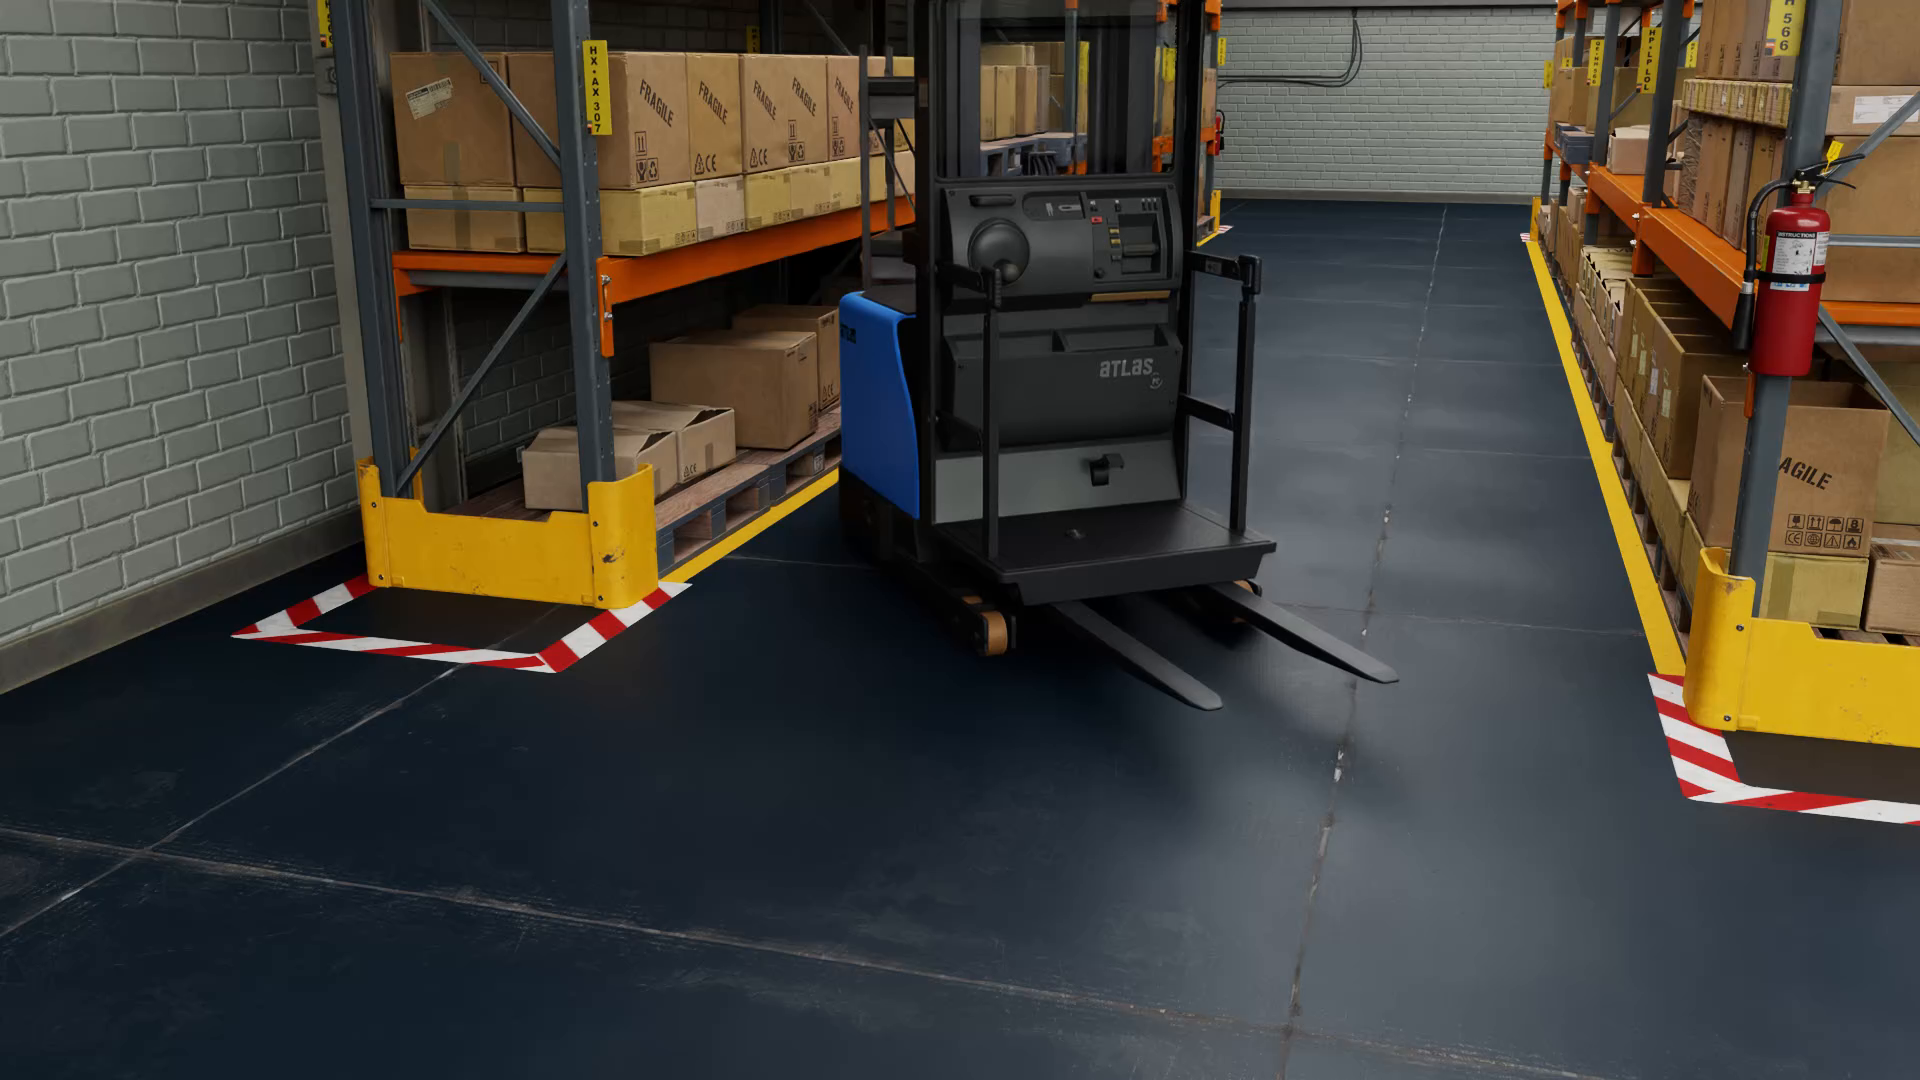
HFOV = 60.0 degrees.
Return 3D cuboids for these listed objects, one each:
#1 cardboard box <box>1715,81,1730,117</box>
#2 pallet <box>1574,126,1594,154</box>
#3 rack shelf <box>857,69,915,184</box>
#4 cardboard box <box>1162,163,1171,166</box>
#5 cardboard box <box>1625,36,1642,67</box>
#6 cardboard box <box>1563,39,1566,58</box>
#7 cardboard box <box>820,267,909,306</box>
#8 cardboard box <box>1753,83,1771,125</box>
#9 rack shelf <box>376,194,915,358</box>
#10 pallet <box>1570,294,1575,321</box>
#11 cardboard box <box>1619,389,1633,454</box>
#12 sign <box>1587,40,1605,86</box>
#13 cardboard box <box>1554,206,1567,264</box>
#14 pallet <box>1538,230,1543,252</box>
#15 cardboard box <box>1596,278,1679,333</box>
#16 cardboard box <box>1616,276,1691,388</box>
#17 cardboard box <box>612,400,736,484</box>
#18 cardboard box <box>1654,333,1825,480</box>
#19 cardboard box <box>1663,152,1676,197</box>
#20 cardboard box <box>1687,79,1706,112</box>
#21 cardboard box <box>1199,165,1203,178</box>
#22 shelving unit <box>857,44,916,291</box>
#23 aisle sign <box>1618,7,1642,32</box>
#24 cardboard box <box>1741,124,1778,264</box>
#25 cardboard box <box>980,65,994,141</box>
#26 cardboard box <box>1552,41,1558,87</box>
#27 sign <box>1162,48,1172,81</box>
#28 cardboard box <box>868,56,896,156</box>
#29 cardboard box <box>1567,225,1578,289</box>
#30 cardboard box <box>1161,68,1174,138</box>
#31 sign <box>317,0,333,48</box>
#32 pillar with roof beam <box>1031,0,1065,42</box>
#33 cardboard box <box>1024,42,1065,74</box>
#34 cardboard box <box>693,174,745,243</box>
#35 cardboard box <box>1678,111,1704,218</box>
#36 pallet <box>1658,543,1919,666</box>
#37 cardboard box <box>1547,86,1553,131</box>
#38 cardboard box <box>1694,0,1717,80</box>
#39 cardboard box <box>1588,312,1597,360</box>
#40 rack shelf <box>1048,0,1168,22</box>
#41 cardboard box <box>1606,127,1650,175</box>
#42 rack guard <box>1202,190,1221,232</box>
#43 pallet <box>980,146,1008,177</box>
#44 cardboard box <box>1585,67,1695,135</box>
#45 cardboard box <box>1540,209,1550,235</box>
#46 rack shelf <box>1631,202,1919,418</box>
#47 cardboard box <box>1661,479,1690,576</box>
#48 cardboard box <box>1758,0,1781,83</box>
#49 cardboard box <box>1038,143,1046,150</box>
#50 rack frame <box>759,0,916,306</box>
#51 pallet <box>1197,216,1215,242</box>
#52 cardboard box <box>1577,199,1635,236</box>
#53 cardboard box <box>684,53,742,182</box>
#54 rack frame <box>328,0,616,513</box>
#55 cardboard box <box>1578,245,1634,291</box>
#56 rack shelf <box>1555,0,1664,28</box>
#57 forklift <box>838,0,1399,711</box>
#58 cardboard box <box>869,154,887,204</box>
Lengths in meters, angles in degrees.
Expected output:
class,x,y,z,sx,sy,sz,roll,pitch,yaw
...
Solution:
class,x,y,z,sx,sy,sz,roll,pitch,yaw
cardboard box,3.442,-1.873,7.065,0.380,0.149,0.250,4,16,14
pallet,5.751,-3.369,14.062,1.003,0.211,1.213,5,16,16
rack shelf,-0.194,-1.858,7.517,0.431,0.518,0.480,3,16,11
cardboard box,2.467,-4.597,20.663,0.380,0.149,0.250,5,17,16
cardboard box,6.744,-4.629,16.138,0.500,0.500,0.500,5,17,17
cardboard box,6.522,-4.946,17.256,0.500,0.500,0.500,5,17,16
cardboard box,-0.491,-1.492,10.867,0.700,0.500,0.500,5,17,18
cardboard box,3.149,-1.604,6.116,0.380,0.149,0.250,5,17,18
rack shelf,-1.252,-1.420,8.156,1.077,0.370,4.000,5,16,16
pallet,5.452,-1.803,13.300,1.003,0.211,1.213,5,16,16
cardboard box,3.497,-0.557,8.065,0.500,0.250,0.500,5,16,16
sign,4.680,-3.511,12.234,0.100,0.325,0.005,5,16,16
cardboard box,5.969,-2.900,15.832,0.500,0.500,0.500,4,16,13
pallet,7.229,-3.475,19.195,1.003,0.211,1.213,5,16,16
cardboard box,4.193,-1.450,10.186,0.500,0.311,0.500,5,16,16
cardboard box,3.635,-1.049,8.425,0.500,0.500,0.500,5,16,16
cardboard box,-1.376,-0.484,7.659,0.500,0.311,0.500,6,17,20
cardboard box,3.067,-0.525,6.580,0.500,0.500,0.500,5,16,16
cardboard box,4.140,-2.085,9.431,0.396,0.266,0.258,4,16,15
cardboard box,3.733,-2.145,8.023,0.380,0.149,0.250,5,17,17
cardboard box,2.761,-4.501,20.325,0.380,0.149,0.250,4,16,15
shelving unit,-0.194,-1.198,7.704,0.431,2.100,0.503,3,16,11
aisle sign,7.790,-6.290,19.245,0.394,0.787,0.004,5,16,16
cardboard box,3.366,-1.296,6.218,0.700,0.500,0.500,5,17,16
cardboard box,-0.184,-3.000,11.418,0.700,0.500,0.500,7,17,24
cardboard box,7.098,-5.479,19.133,0.500,0.500,0.500,5,17,18
sign,2.113,-4.861,16.995,0.100,0.325,0.005,5,16,16
cardboard box,-0.658,-2.309,8.835,0.500,0.500,0.500,5,16,16
cardboard box,5.391,-2.360,13.926,0.500,0.500,0.500,4,16,14
cardboard box,1.759,-4.667,17.737,0.980,0.700,0.700,5,17,17
sign,-2.347,-2.000,6.182,0.100,0.325,0.005,5,16,16
pillar with roof beam,5.087,-7.185,16.168,9.100,9.000,0.400,5,16,16
cardboard box,0.837,-4.003,13.808,0.500,0.250,0.500,5,17,17
cardboard box,-1.244,-1.420,7.077,0.500,0.250,0.500,4,16,14
cardboard box,3.946,-1.837,8.127,0.700,0.500,0.500,4,16,14
pallet,3.107,0.279,5.959,1.003,0.211,1.213,5,16,16
cardboard box,7.098,-4.998,19.269,0.500,0.500,0.500,5,17,17
cardboard box,3.946,-2.462,7.950,0.700,0.500,0.500,5,17,16
cardboard box,4.343,-1.315,10.738,0.500,0.250,0.500,5,17,17
rack shelf,1.021,-4.956,15.126,1.077,0.370,4.000,5,16,16
cardboard box,4.763,-2.691,11.481,0.500,0.311,0.500,4,16,15
rack guard,2.733,-4.232,21.334,1.175,0.500,0.348,5,16,16
pallet,-0.327,-2.385,10.594,1.003,0.211,1.213,5,16,16
cardboard box,5.274,-3.376,12.782,0.700,0.500,0.500,-1,16,-3
cardboard box,6.766,-3.552,18.589,0.500,0.250,0.500,5,16,16
rack shelf,3.498,-1.037,6.805,1.077,0.370,4.000,5,16,16
cardboard box,2.930,-0.034,6.220,0.500,0.250,0.500,5,16,16
cardboard box,3.376,-1.937,6.099,0.700,0.500,0.500,5,16,16
cardboard box,0.768,-3.292,13.864,0.380,0.149,0.250,4,16,15
rack frame,-0.684,-2.289,9.903,1.000,3.000,0.127,5,16,16
pallet,2.574,-3.872,20.593,1.003,0.211,1.213,5,16,16
cardboard box,5.256,-2.600,13.400,0.500,0.250,0.500,5,17,18
cardboard box,-1.247,-1.771,6.940,0.500,0.500,0.500,5,16,16
rack frame,-1.821,-1.243,6.213,1.000,3.000,0.127,5,16,16
cardboard box,4.773,-1.987,12.080,0.500,0.311,0.500,5,17,18
rack shelf,6.908,-5.619,17.464,1.077,0.370,4.000,5,16,16
forklift,0.469,-1.125,5.923,1.130,2.935,3.031,-6,17,-20
cardboard box,-0.677,-1.949,8.943,0.500,0.250,0.500,5,17,16
